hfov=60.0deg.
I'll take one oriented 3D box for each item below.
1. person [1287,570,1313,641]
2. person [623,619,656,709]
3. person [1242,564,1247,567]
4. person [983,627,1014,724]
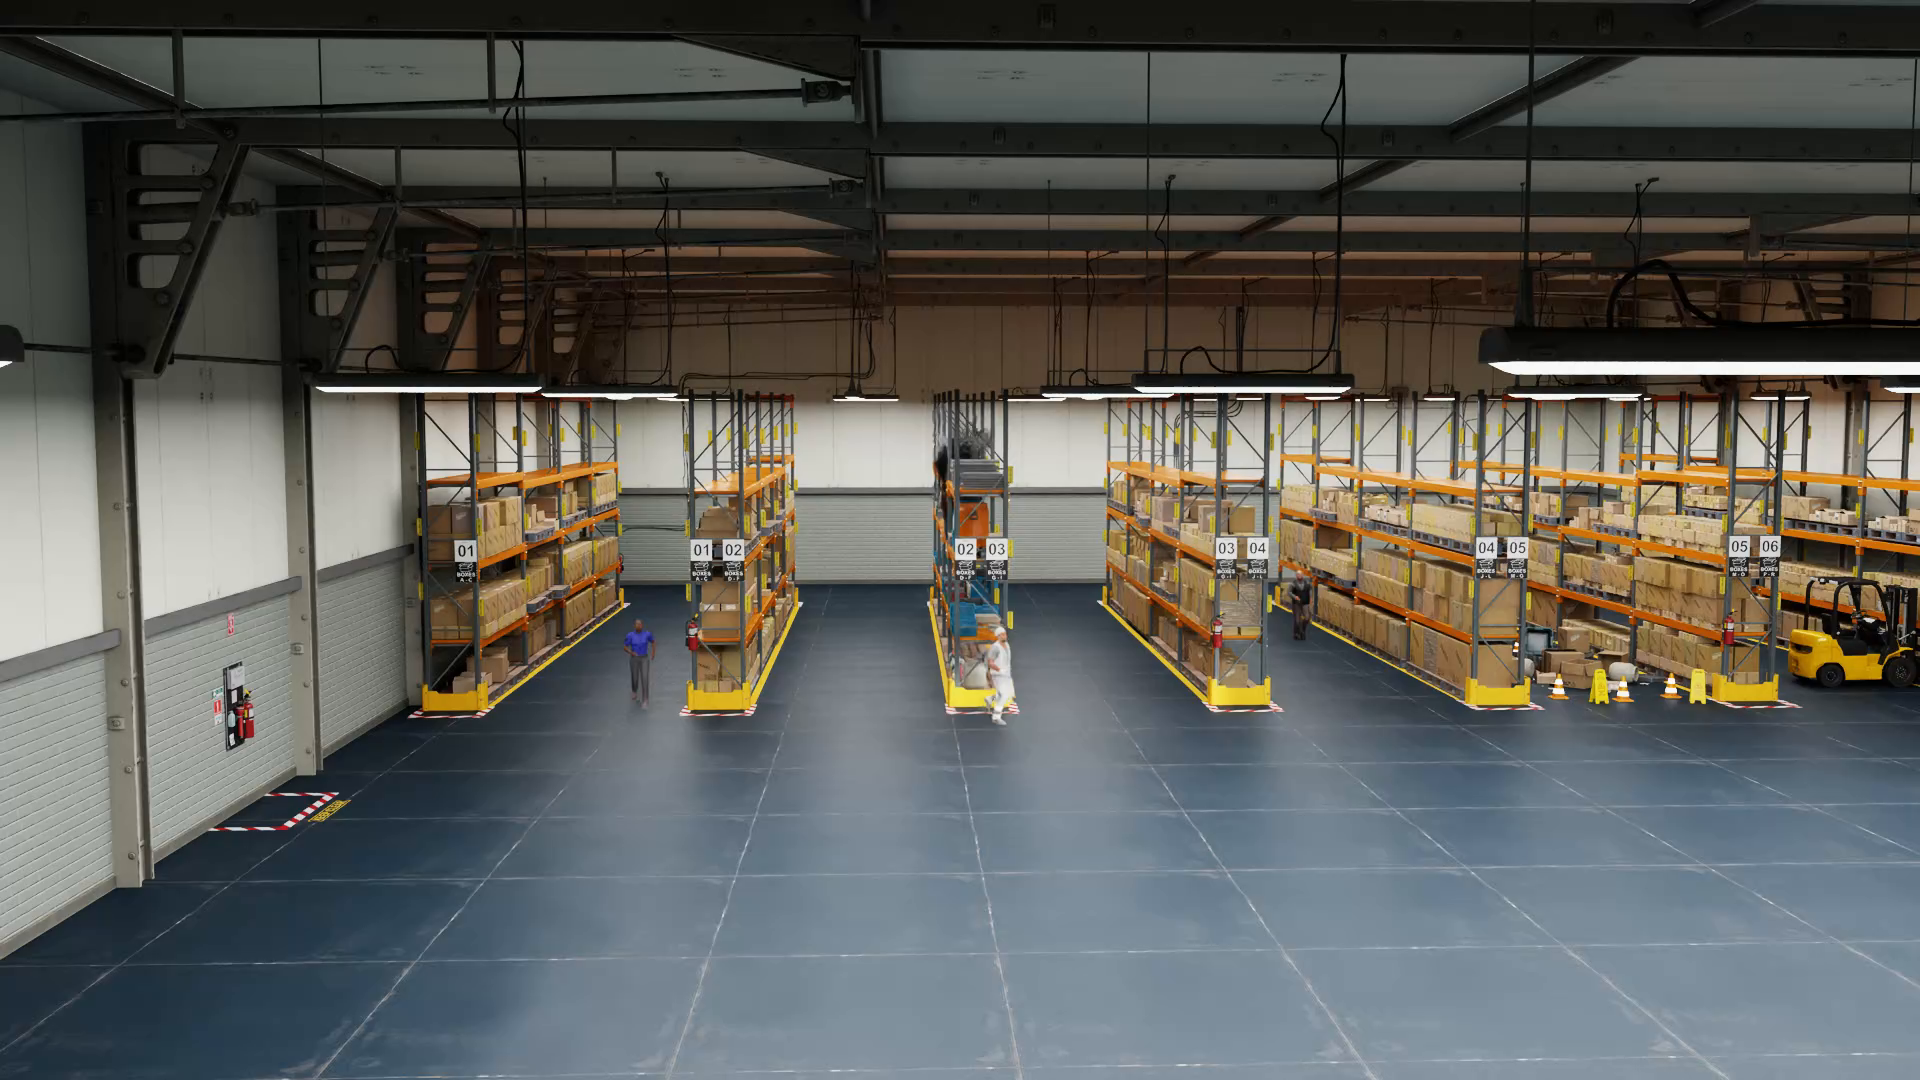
[{"bbox_3d":[8.257,1.595,40.297,0.664,1.715,0.670,0,5,2],"label":"person"},{"bbox_3d":[-6.093,2.328,31.622,0.623,1.692,0.871,-1,5,-12],"label":"person"},{"bbox_3d":[7.944,1.190,46.007,0.609,1.615,0.802,0,5,-3],"label":"person"},{"bbox_3d":[0.701,2.425,29.885,0.666,1.751,0.685,3,6,33],"label":"person"}]
